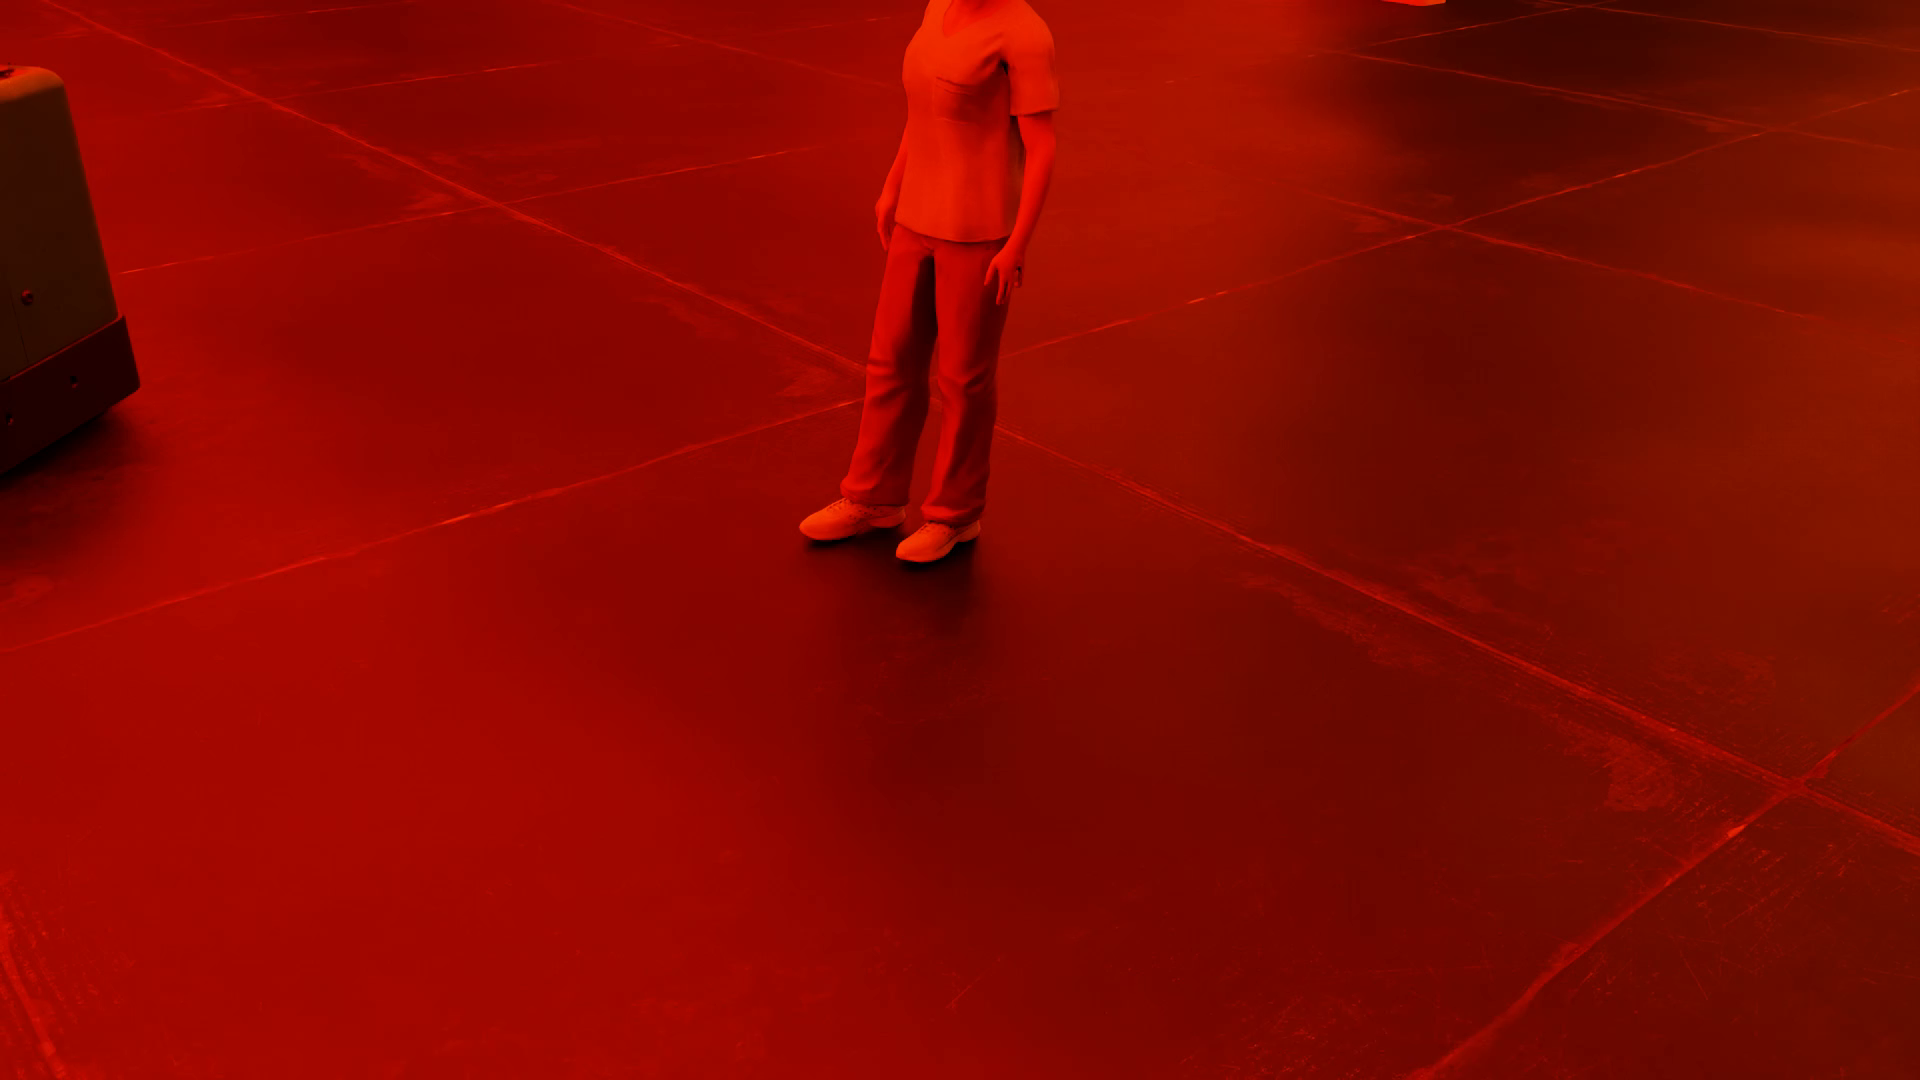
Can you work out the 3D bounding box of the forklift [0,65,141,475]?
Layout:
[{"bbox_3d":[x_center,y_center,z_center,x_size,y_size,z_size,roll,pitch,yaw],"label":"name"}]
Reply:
[{"bbox_3d":[-4.181,-1.630,4.489,3.031,2.935,1.130,4,27,7],"label":"forklift"}]

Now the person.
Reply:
[{"bbox_3d":[-0.064,-0.741,4.091,0.549,1.675,0.553,-20,33,-35],"label":"person"}]
